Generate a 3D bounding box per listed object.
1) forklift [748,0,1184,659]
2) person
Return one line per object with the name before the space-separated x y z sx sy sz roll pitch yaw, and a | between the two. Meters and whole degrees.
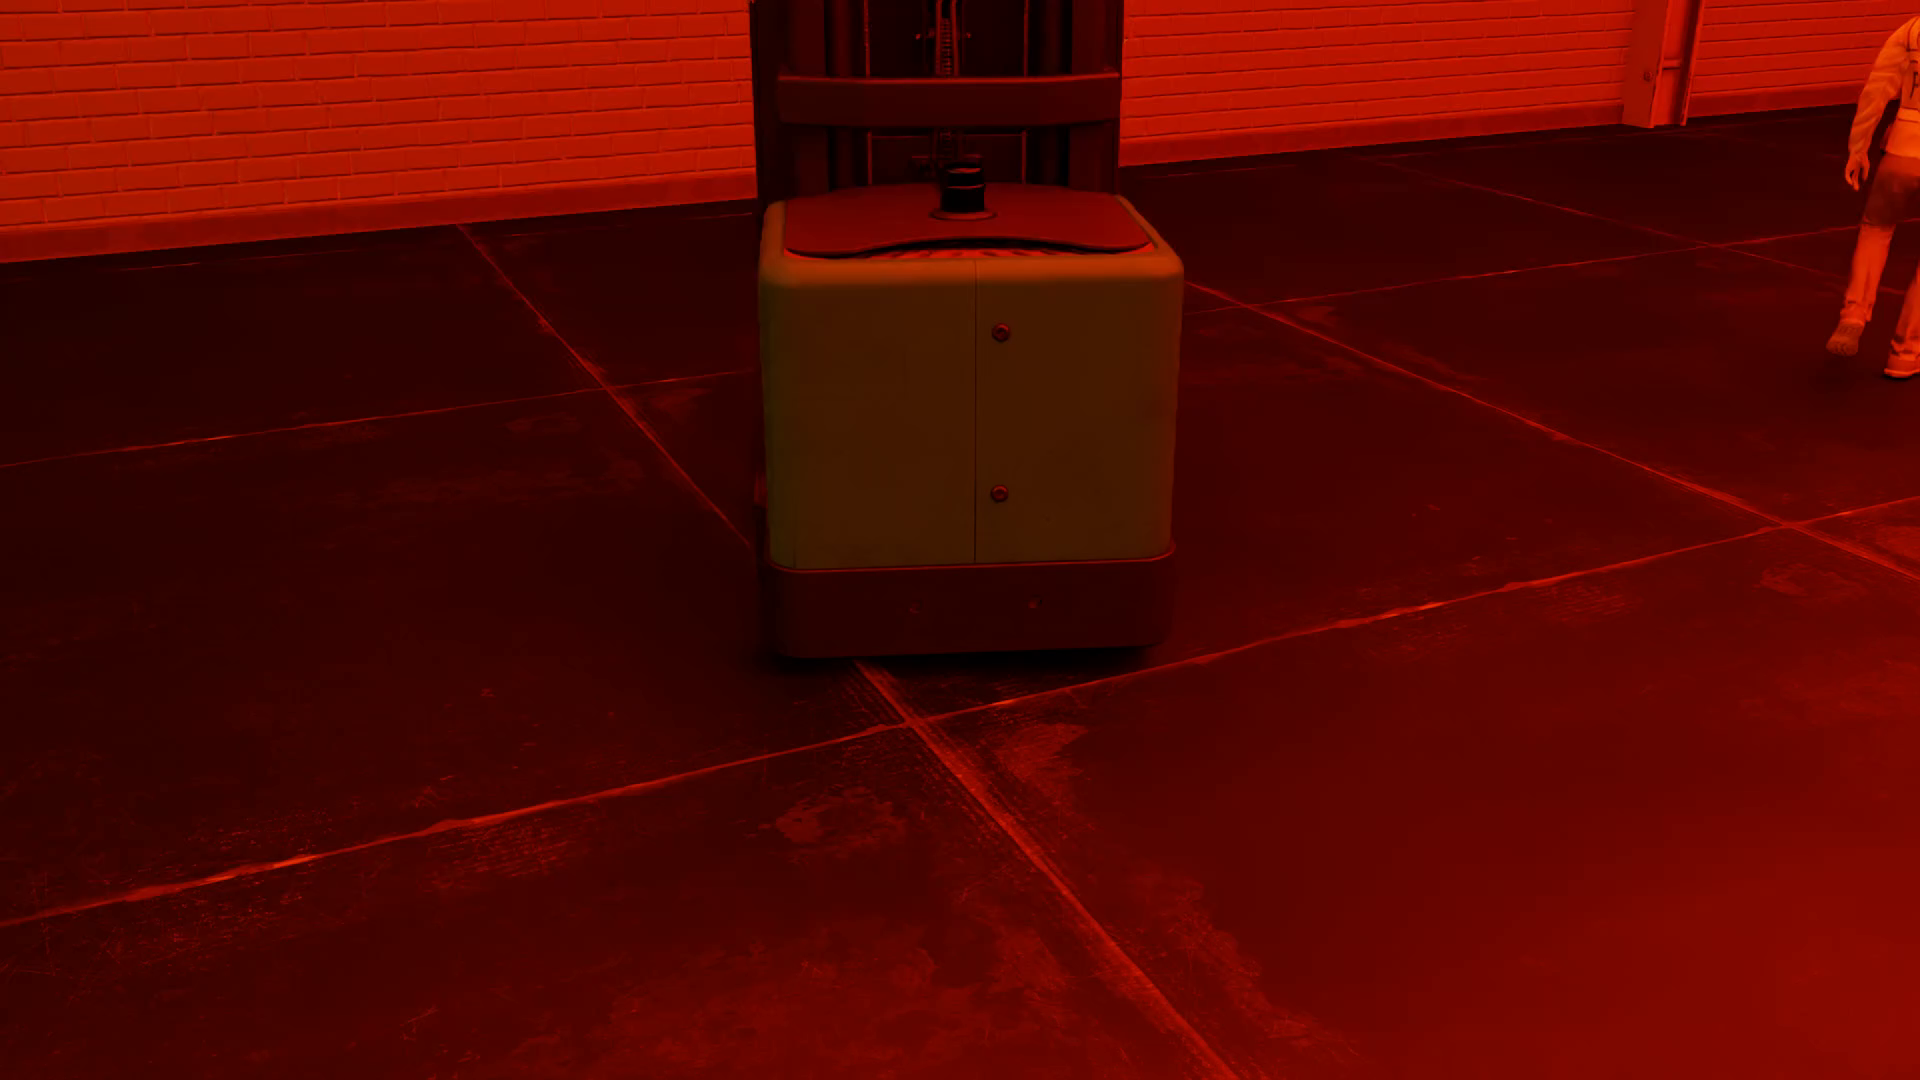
forklift | -0.089 -1.580 5.089 1.130 2.935 3.031 -2 23 -4
person | 3.808 -1.478 6.516 0.611 1.652 0.440 16 28 34
